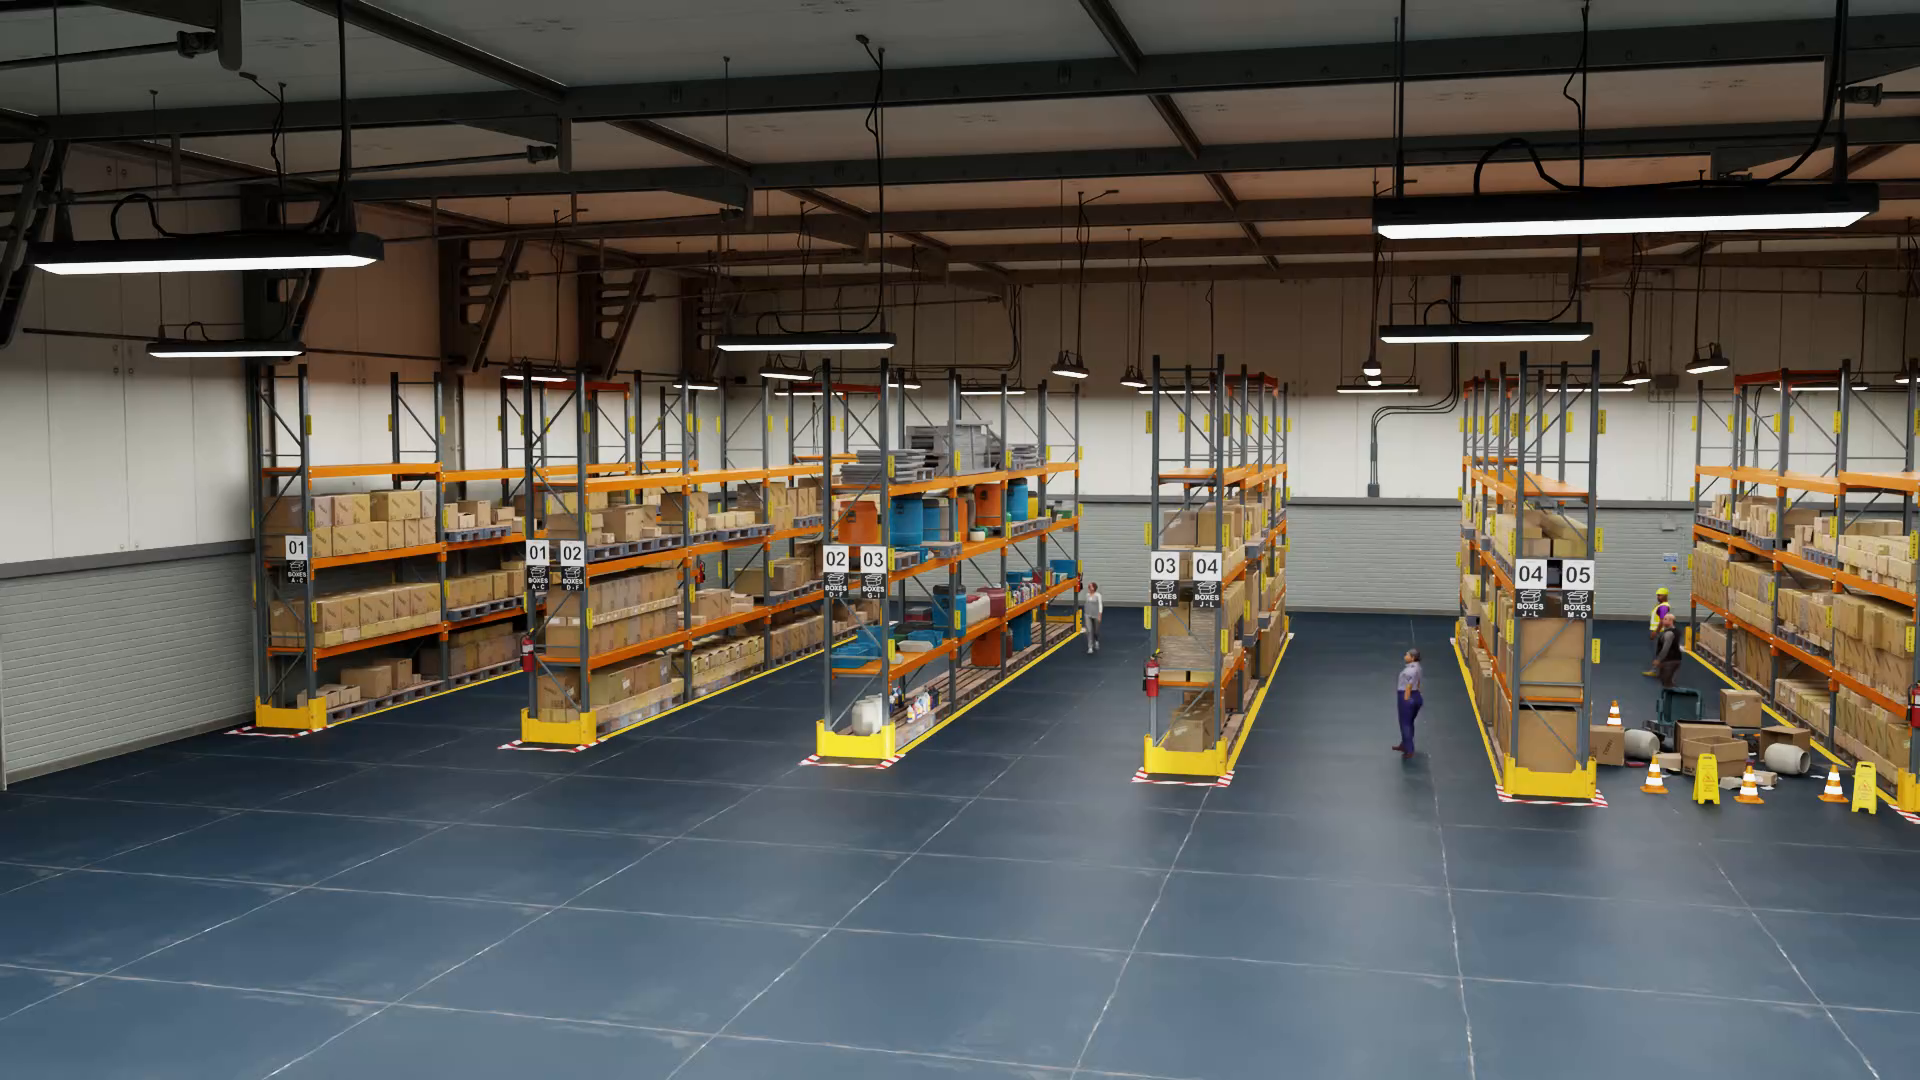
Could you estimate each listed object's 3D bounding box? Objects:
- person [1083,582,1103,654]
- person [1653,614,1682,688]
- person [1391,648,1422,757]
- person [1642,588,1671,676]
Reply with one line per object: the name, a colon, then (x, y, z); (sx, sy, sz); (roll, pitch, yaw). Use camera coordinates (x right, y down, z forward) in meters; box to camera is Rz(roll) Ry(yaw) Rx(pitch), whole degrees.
person: (2.917, 1.689, 36.553); (0.436, 1.555, 0.703); (0, 4, 6)
person: (12.352, 2.134, 29.017); (0.559, 1.711, 0.475); (-2, 4, -28)
person: (6.752, 2.451, 25.299); (0.492, 1.647, 0.567); (-4, 5, -44)
person: (13.903, 1.839, 33.129); (0.510, 1.782, 0.622); (3, 5, 39)
